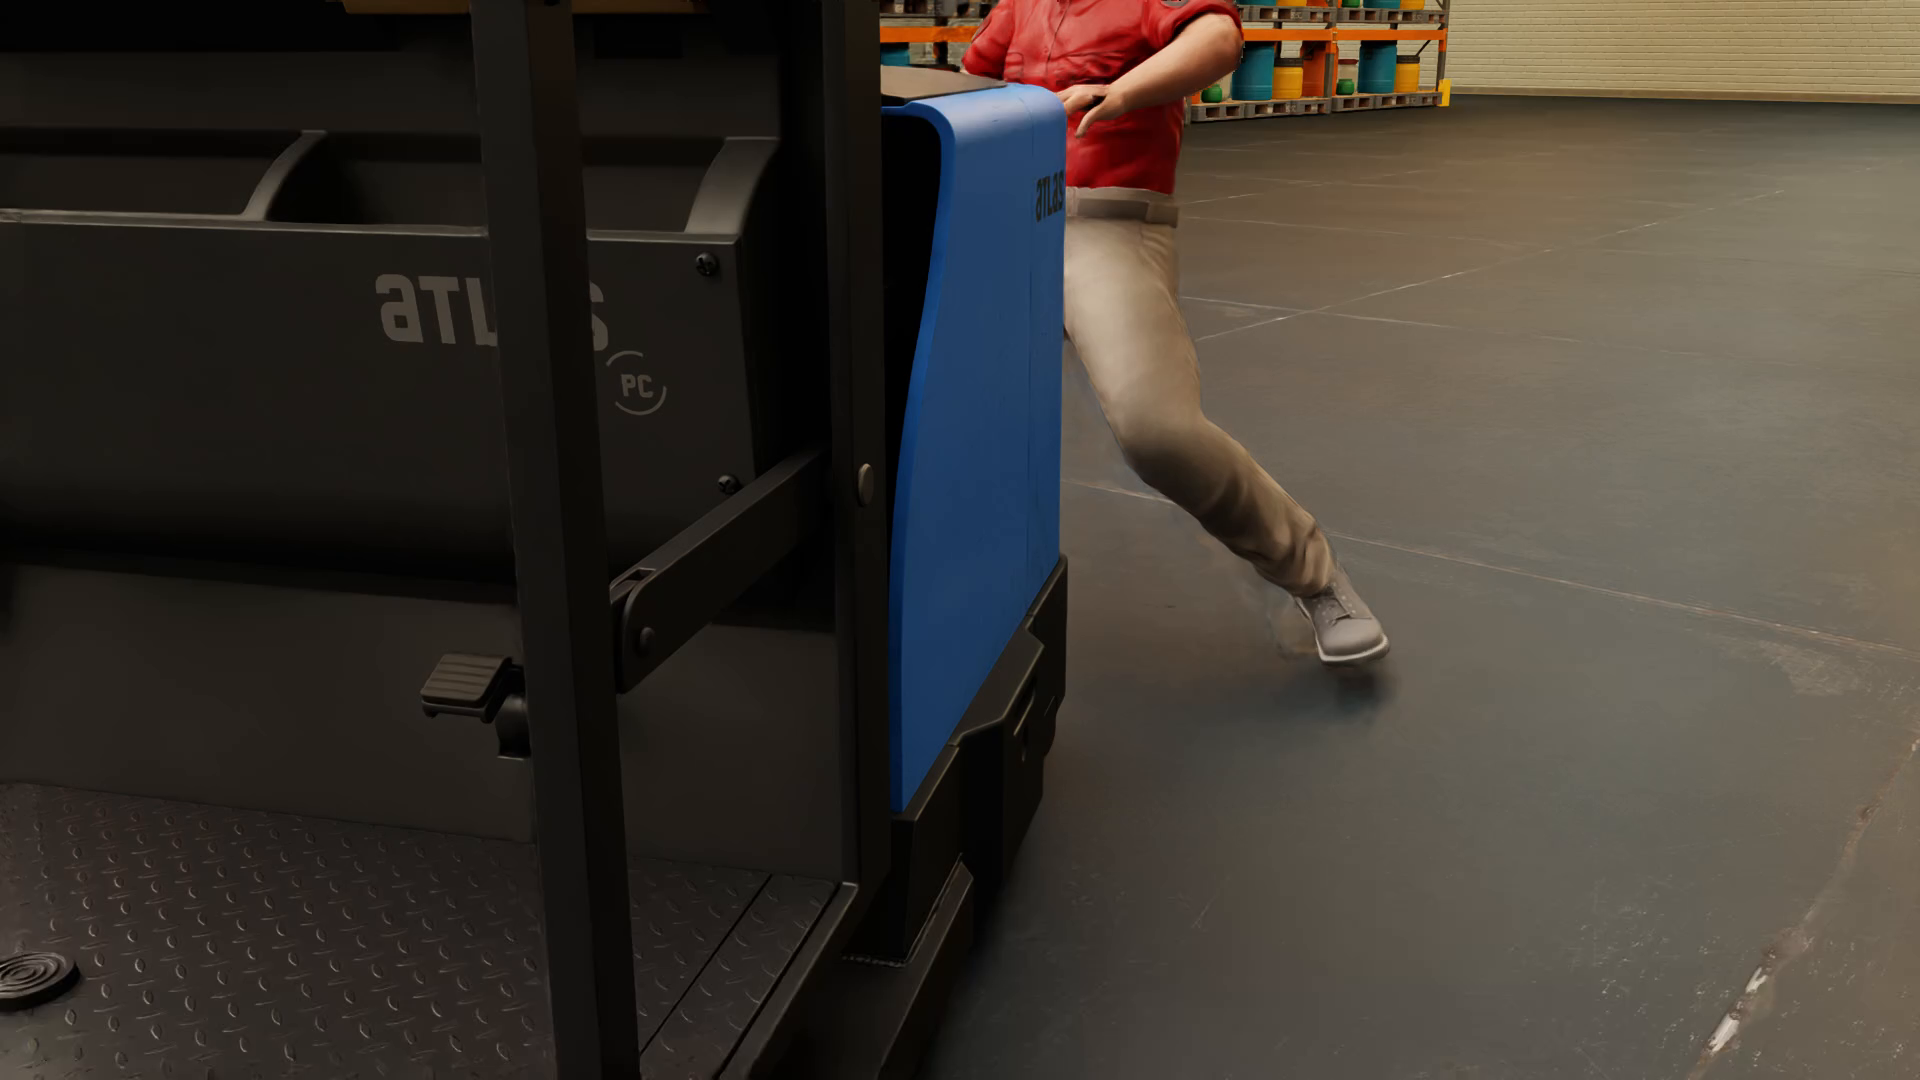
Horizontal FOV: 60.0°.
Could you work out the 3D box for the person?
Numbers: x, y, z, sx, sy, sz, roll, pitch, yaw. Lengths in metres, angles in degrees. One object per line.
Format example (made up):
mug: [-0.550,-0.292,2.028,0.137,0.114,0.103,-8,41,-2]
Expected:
person: [0.165,-0.574,3.207,0.831,1.519,1.316,-12,20,-33]

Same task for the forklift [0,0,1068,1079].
forklift: [-0.669,-0.706,1.221,1.130,2.935,3.031,4,17,13]
